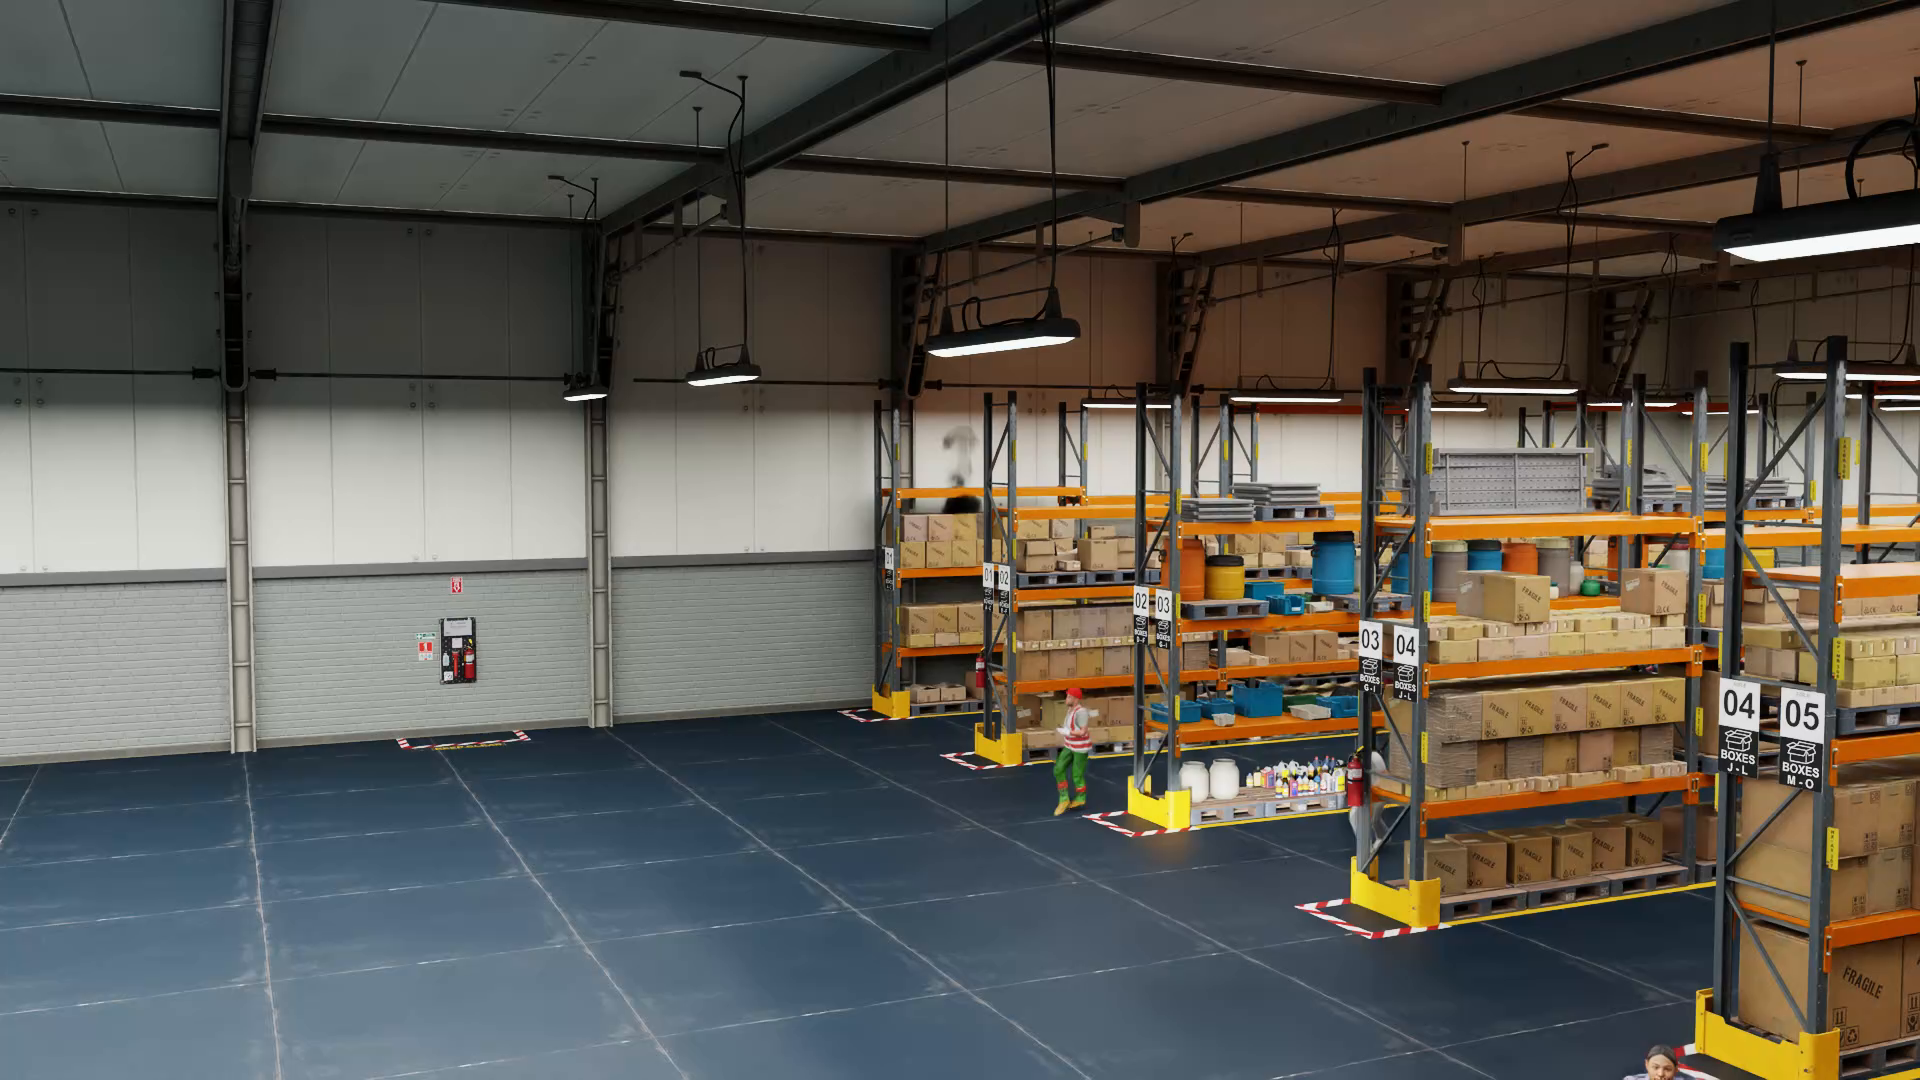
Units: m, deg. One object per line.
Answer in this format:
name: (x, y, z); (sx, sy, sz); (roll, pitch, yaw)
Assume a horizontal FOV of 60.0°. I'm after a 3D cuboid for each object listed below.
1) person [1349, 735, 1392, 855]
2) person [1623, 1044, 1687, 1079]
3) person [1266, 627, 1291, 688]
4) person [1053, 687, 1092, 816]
person: (5.215, 3.177, 20.759); (0.805, 1.628, 0.567); (-3, 4, -37)
person: (4.250, 3.800, 10.016); (0.605, 1.644, 0.940); (2, 4, 24)
person: (6.190, 2.443, 32.512); (0.622, 1.660, 0.571); (-2, 4, -34)
person: (1.585, 2.928, 23.190); (0.683, 1.780, 0.715); (-3, 4, -40)
